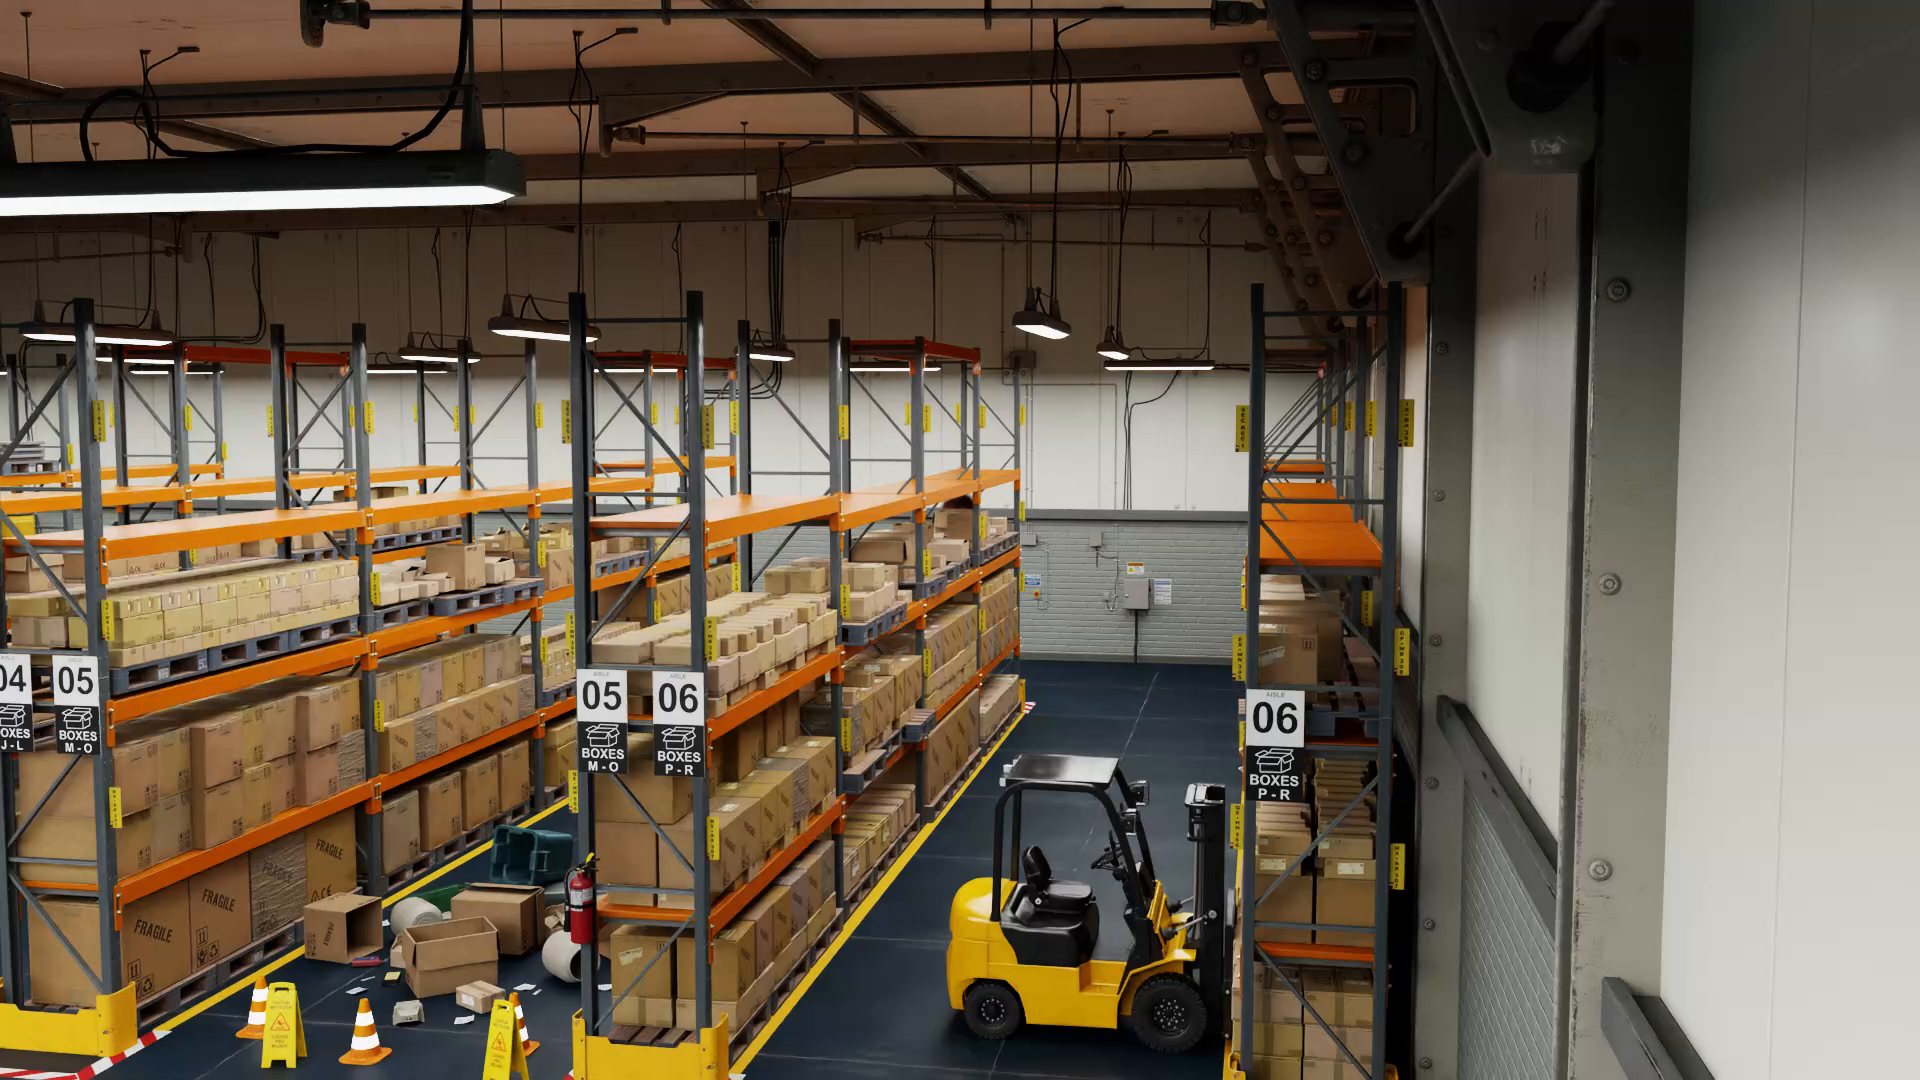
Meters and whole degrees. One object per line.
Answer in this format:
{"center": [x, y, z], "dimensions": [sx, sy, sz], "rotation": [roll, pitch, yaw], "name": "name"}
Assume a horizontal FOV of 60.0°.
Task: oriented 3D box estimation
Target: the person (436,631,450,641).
{"center": [-8.106, 2.204, 26.264], "dimensions": [0.387, 1.698, 0.491], "rotation": [-1, 5, -9], "name": "person"}
